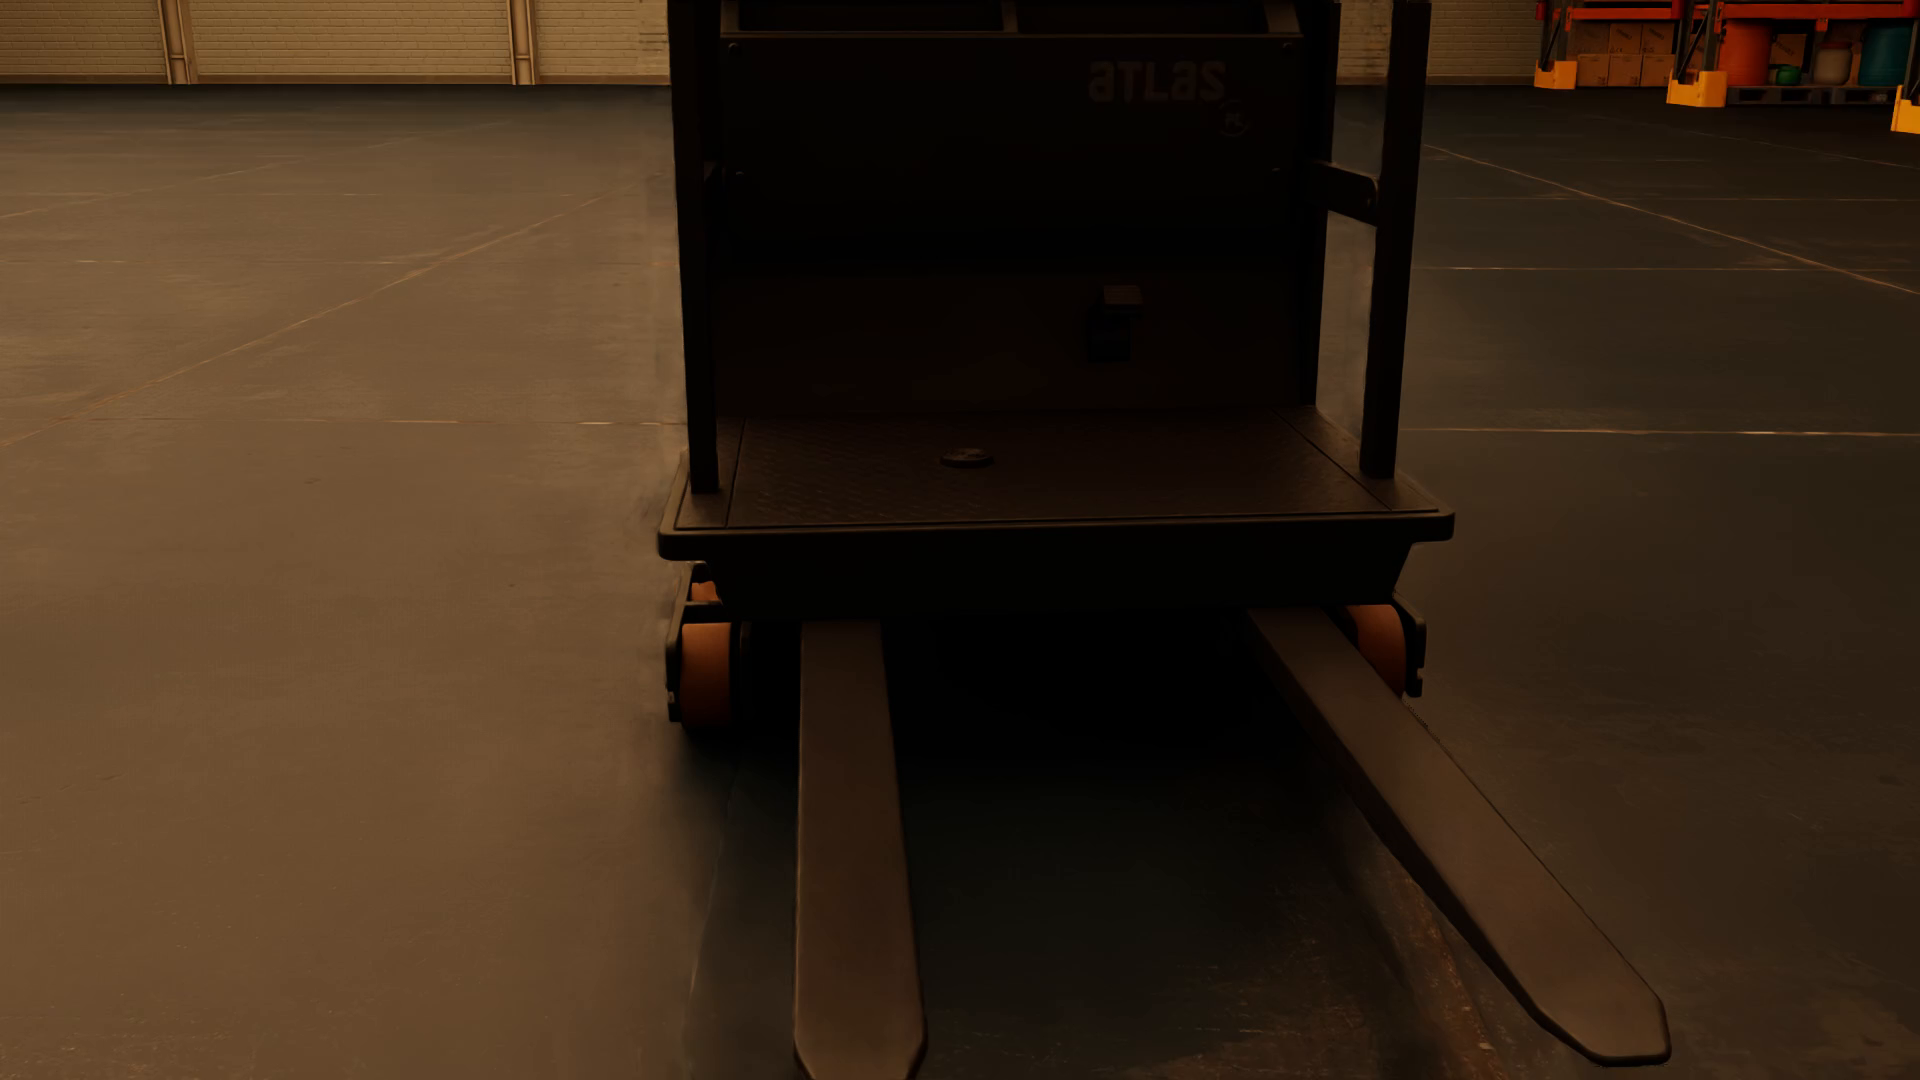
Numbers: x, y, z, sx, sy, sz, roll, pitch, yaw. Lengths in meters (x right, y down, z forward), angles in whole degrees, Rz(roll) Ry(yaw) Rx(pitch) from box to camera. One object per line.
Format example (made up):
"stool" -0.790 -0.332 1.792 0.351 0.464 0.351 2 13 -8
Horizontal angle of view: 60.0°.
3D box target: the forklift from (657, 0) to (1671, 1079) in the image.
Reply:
"forklift" 0.102 -1.219 2.354 1.130 2.935 3.031 -1 17 -5
